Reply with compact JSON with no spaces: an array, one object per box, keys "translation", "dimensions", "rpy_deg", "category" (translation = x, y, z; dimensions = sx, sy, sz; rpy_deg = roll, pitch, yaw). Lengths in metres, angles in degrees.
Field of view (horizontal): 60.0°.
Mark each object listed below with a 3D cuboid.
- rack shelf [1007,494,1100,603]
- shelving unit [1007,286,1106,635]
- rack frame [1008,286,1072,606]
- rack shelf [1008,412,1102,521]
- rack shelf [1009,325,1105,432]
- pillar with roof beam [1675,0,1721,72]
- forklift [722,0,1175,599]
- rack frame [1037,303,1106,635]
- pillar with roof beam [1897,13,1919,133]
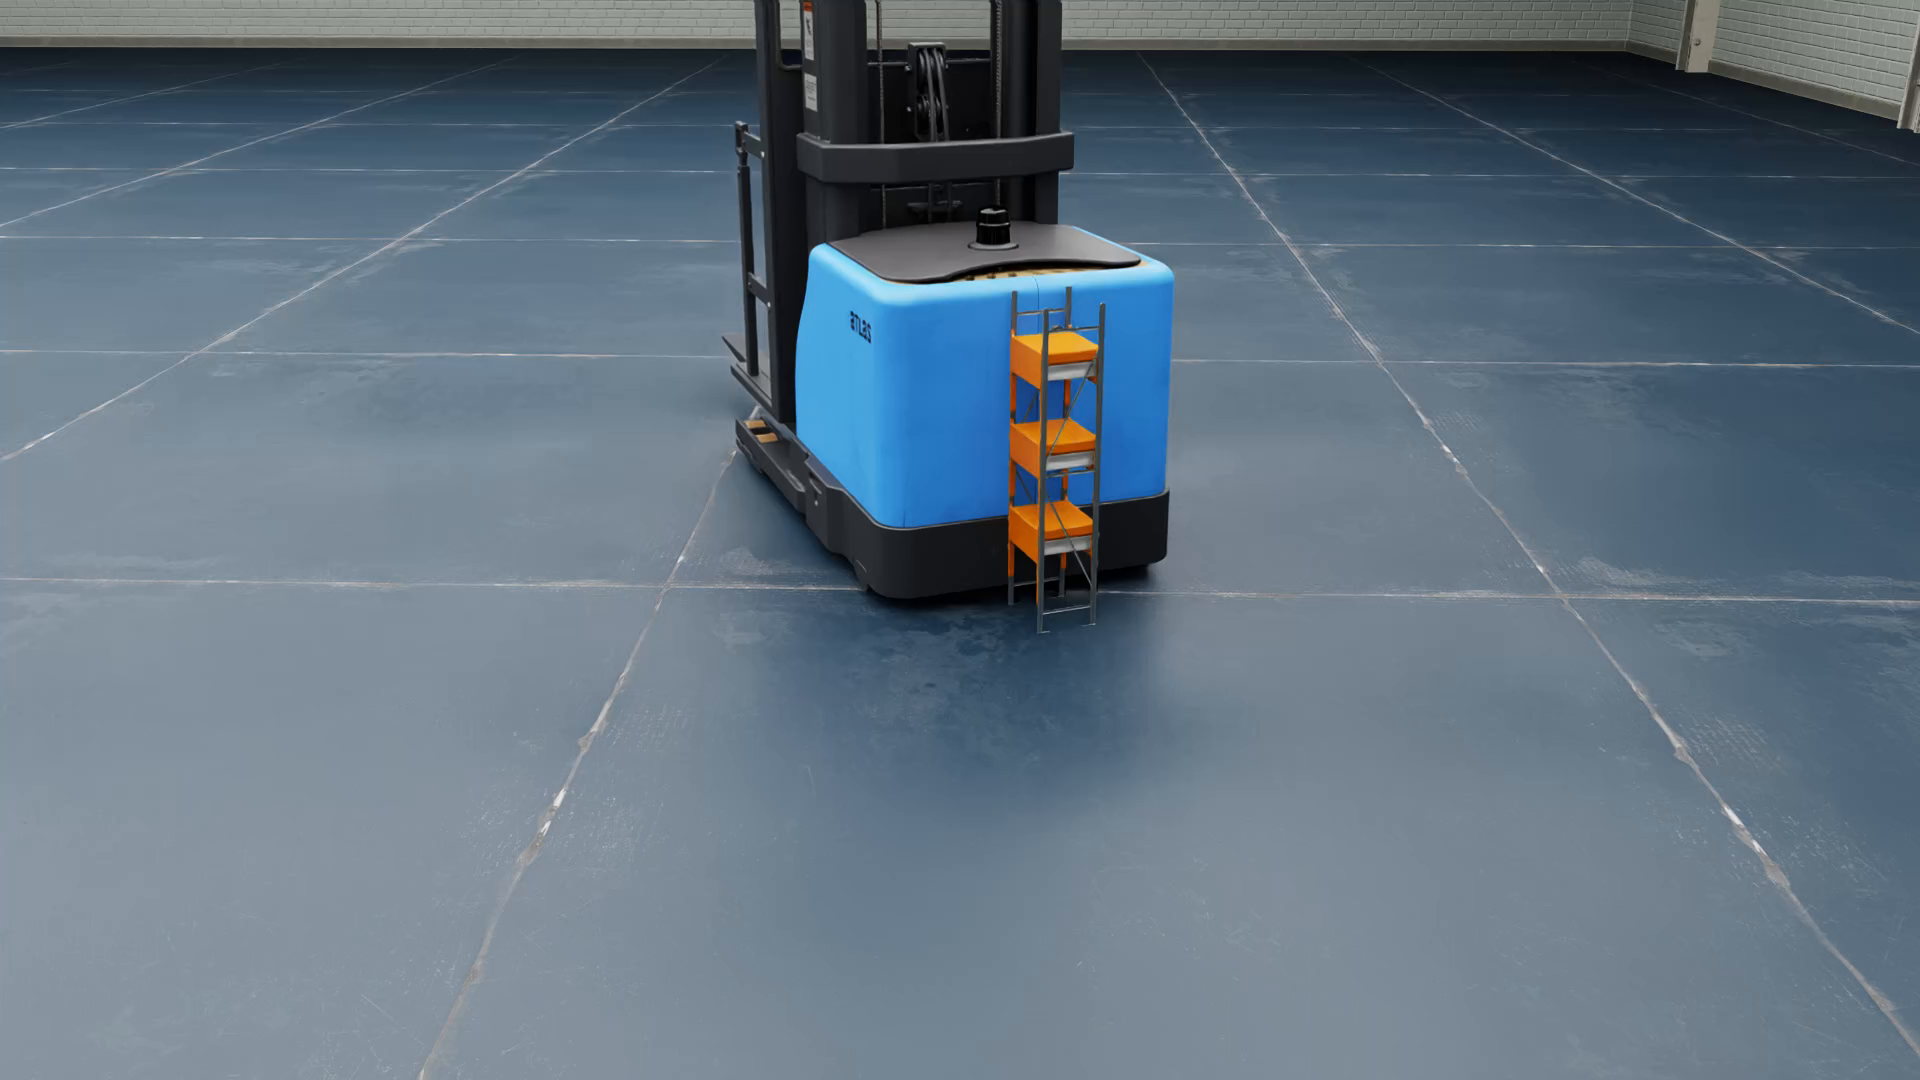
[{"translation":[0.295,0.025,5.310],"dimensions":[0.215,0.259,0.240],"rpy_deg":[-8,23,-19],"category":"rack shelf"},{"translation":[0.295,-0.244,5.206],"dimensions":[0.215,1.050,0.252],"rpy_deg":[-8,23,-19],"category":"shelving unit"},{"translation":[0.252,-0.285,5.312],"dimensions":[0.200,1.050,0.008],"rpy_deg":[-8,23,-19],"category":"rack frame"},{"translation":[0.295,-0.234,5.210],"dimensions":[0.215,0.259,0.240],"rpy_deg":[-8,23,-19],"category":"rack shelf"},{"translation":[0.295,-0.499,5.107],"dimensions":[0.215,0.259,0.240],"rpy_deg":[-8,23,-19],"category":"rack shelf"},{"translation":[5.433,-10.481,20.600],"dimensions":[9.100,9.000,0.400],"rpy_deg":[1,21,2],"category":"pillar with roof beam"},{"translation":[-0.285,-1.678,6.300],"dimensions":[1.130,2.935,3.031],"rpy_deg":[-8,23,-19],"category":"forklift"},{"translation":[0.338,-0.203,5.100],"dimensions":[0.200,1.050,0.008],"rpy_deg":[-8,23,-19],"category":"rack frame"},{"translation":[5.251,-8.311,15.009],"dimensions":[9.100,9.000,0.400],"rpy_deg":[1,21,2],"category":"pillar with roof beam"}]
